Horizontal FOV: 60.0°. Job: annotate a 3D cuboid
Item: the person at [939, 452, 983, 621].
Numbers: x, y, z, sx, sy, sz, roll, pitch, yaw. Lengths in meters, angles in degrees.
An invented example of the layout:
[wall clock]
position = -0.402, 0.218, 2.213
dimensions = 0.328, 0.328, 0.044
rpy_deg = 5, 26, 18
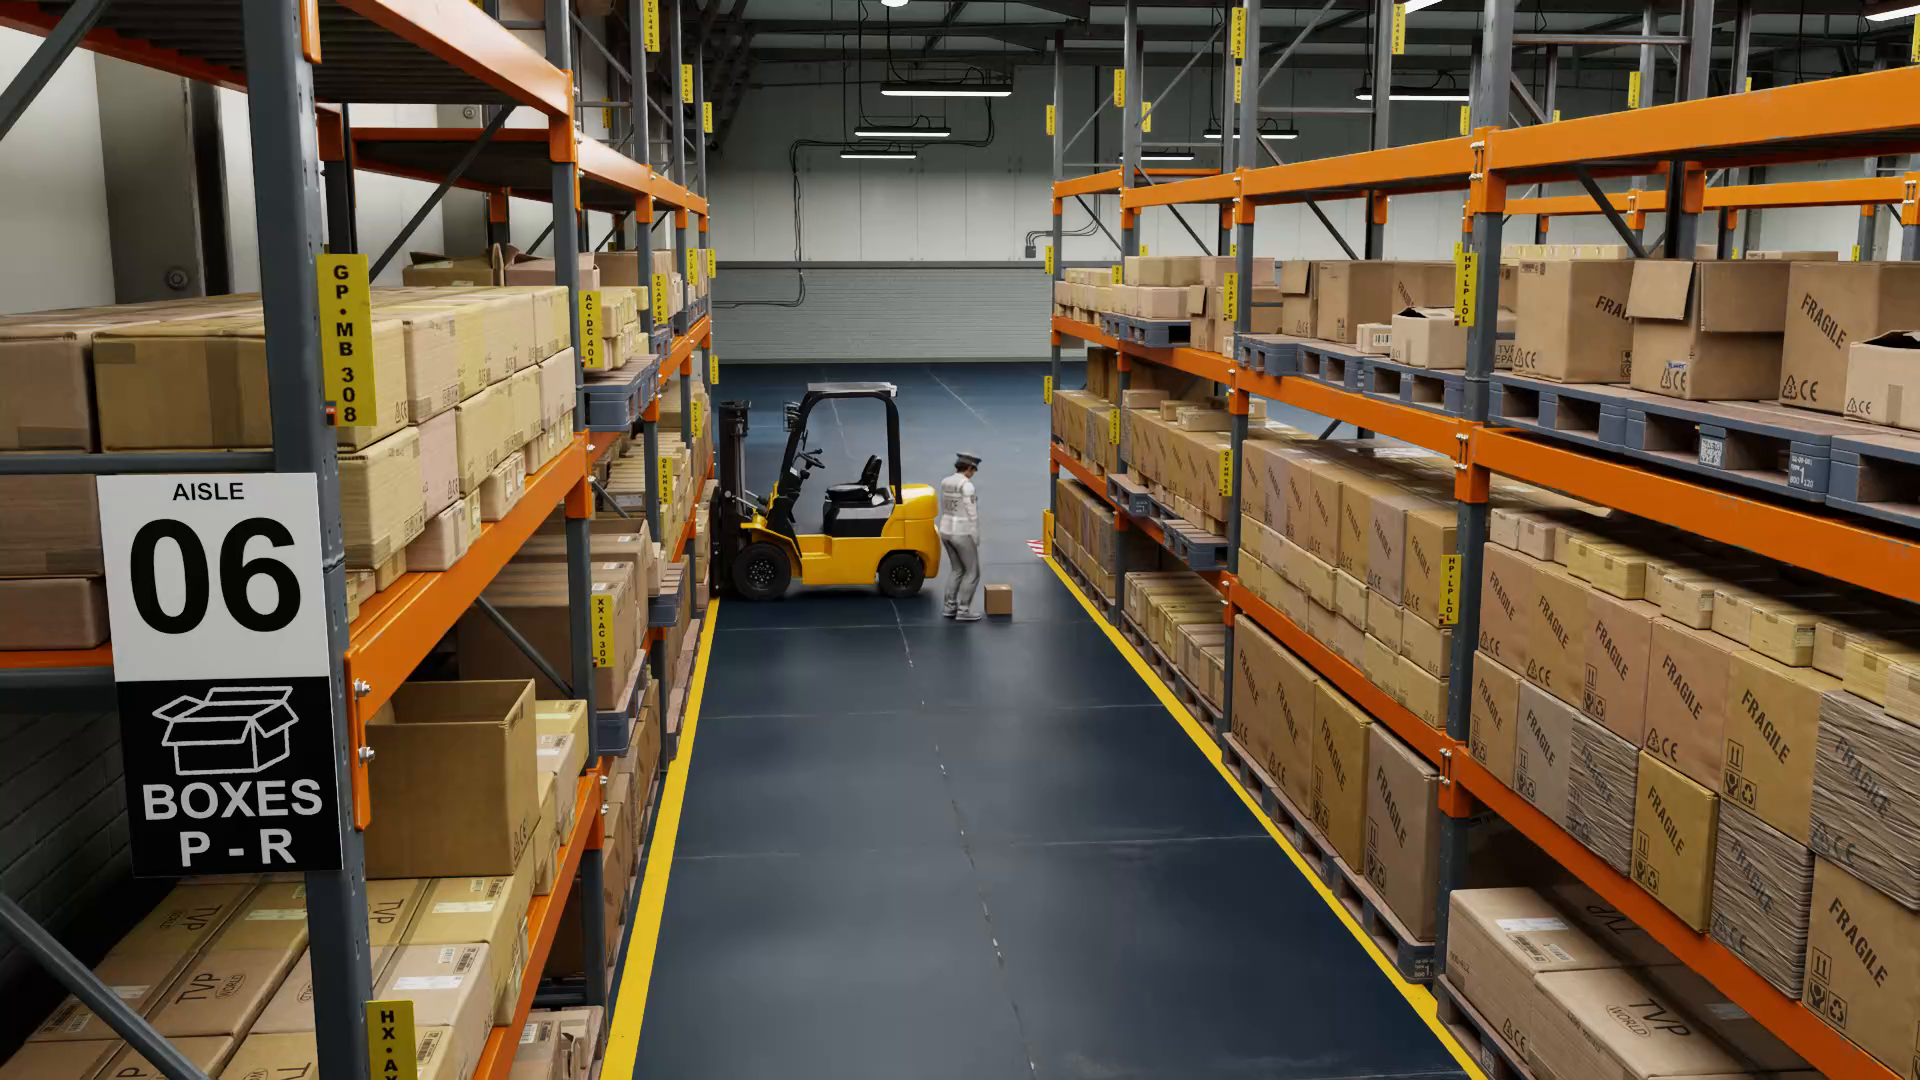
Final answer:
[person]
position = 0.013, -0.039, 16.243
dimensions = 0.428, 1.635, 0.496
rpy_deg = -7, 12, -33
